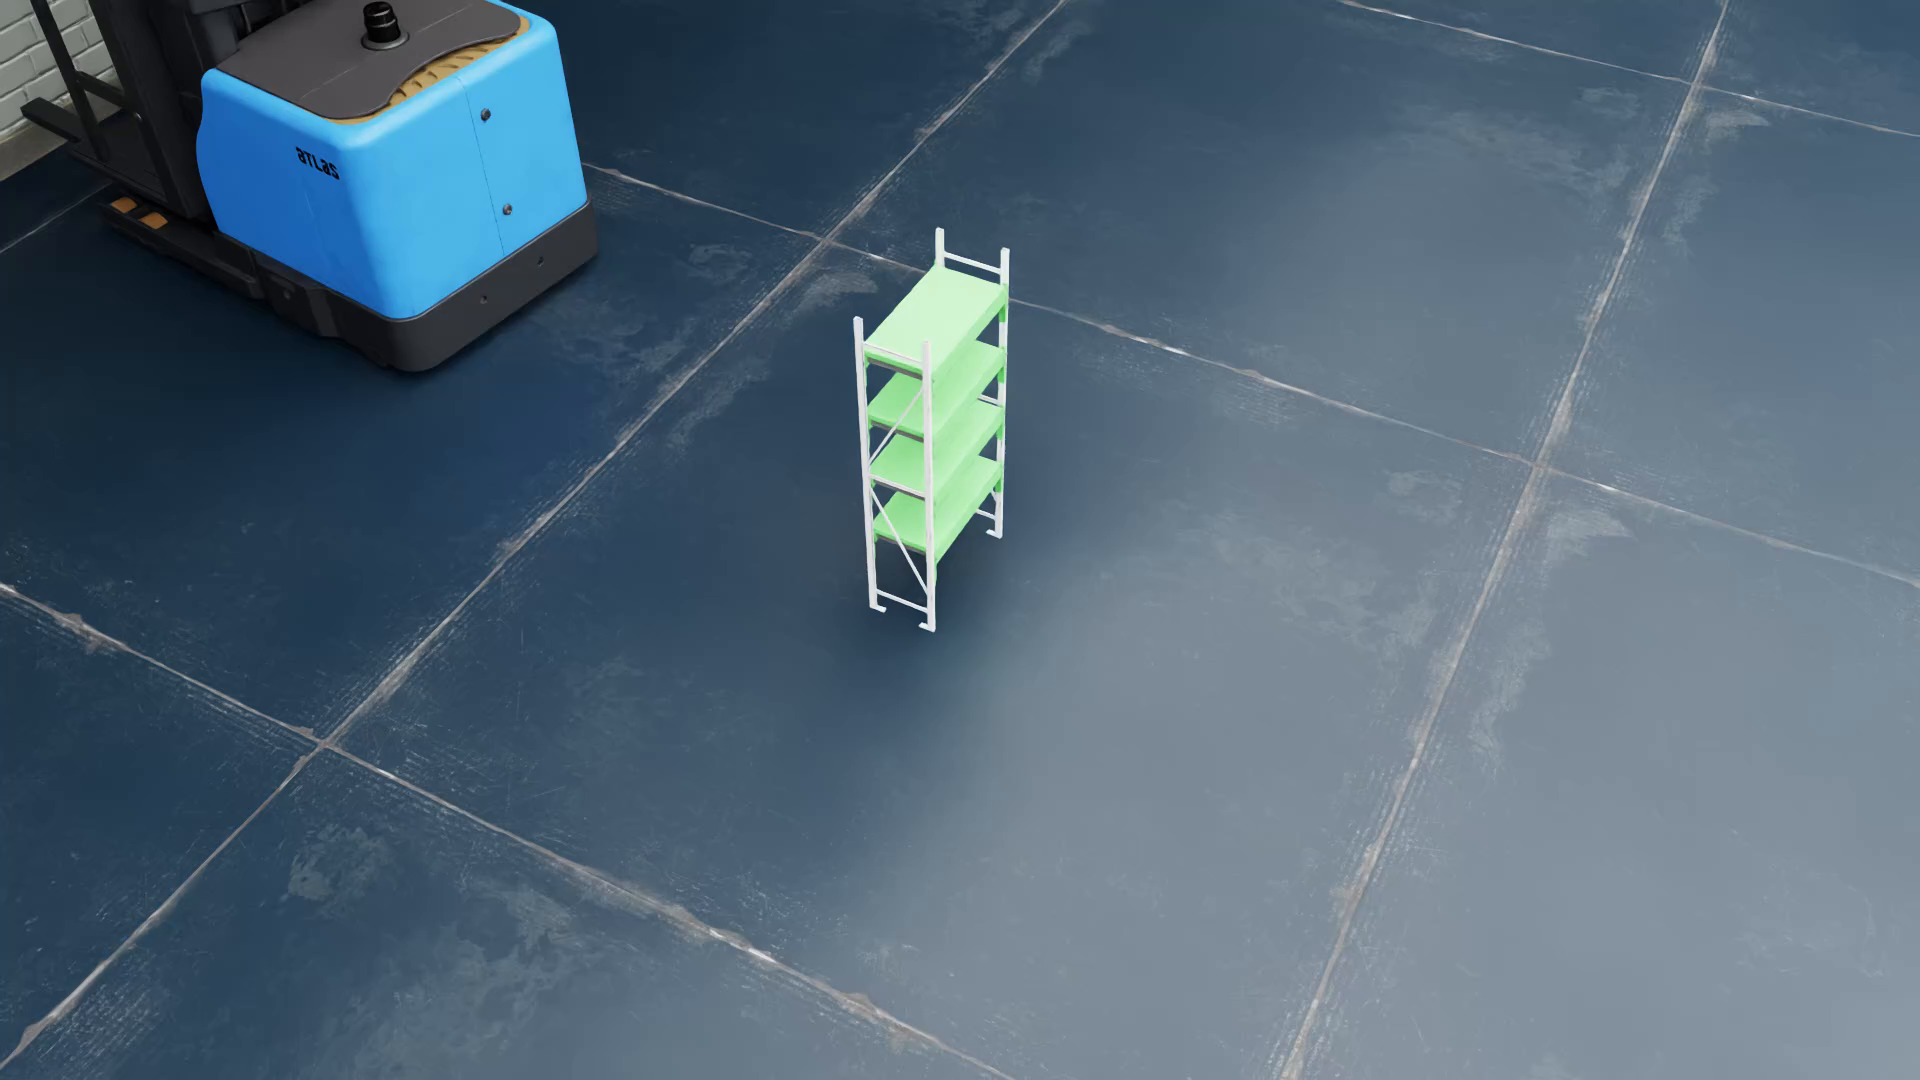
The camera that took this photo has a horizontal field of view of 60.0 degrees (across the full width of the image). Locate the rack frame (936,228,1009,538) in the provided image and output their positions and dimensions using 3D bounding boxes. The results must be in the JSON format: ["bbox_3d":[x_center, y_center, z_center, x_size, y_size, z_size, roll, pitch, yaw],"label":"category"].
[{"bbox_3d":[0.036,-0.471,5.372,0.240,1.200,0.015,20,49,19],"label":"rack frame"}]

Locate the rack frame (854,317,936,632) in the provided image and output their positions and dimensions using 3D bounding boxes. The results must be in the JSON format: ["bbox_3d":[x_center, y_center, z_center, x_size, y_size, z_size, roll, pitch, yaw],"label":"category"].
[{"bbox_3d":[-0.190,-0.164,5.068,0.240,1.200,0.015,20,49,19],"label":"rack frame"}]

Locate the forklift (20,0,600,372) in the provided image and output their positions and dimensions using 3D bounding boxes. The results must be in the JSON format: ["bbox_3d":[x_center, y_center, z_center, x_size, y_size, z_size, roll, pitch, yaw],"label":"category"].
[{"bbox_3d":[-2.980,-2.506,6.166,3.031,2.935,1.130,26,51,24],"label":"forklift"}]

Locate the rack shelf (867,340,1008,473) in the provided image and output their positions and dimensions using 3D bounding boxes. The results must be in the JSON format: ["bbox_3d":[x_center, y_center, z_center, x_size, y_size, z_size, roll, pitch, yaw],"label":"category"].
[{"bbox_3d":[-0.077,-0.441,5.095,0.258,0.148,0.480,20,49,19],"label":"rack shelf"}]

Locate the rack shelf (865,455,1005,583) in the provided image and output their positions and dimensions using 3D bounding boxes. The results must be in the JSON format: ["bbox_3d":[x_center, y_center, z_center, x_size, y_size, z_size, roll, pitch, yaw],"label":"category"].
[{"bbox_3d":[-0.077,-0.104,5.436,0.258,0.148,0.480,20,49,19],"label":"rack shelf"}]

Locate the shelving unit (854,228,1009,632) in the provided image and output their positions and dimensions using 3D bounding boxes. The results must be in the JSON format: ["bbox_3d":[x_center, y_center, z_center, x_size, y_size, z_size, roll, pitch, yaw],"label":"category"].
[{"bbox_3d":[-0.077,-0.317,5.220,0.258,1.200,0.503,20,49,19],"label":"shelving unit"}]

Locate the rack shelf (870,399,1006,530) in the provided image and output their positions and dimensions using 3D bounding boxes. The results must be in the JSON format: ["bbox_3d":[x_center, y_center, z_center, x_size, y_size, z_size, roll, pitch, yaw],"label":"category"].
[{"bbox_3d":[-0.077,-0.273,5.266,0.258,0.148,0.480,20,49,19],"label":"rack shelf"}]

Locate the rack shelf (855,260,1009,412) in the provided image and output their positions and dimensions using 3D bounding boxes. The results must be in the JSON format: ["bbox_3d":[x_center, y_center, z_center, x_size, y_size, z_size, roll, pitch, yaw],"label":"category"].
[{"bbox_3d":[-0.077,-0.610,4.924,0.258,0.148,0.480,20,49,19],"label":"rack shelf"}]
